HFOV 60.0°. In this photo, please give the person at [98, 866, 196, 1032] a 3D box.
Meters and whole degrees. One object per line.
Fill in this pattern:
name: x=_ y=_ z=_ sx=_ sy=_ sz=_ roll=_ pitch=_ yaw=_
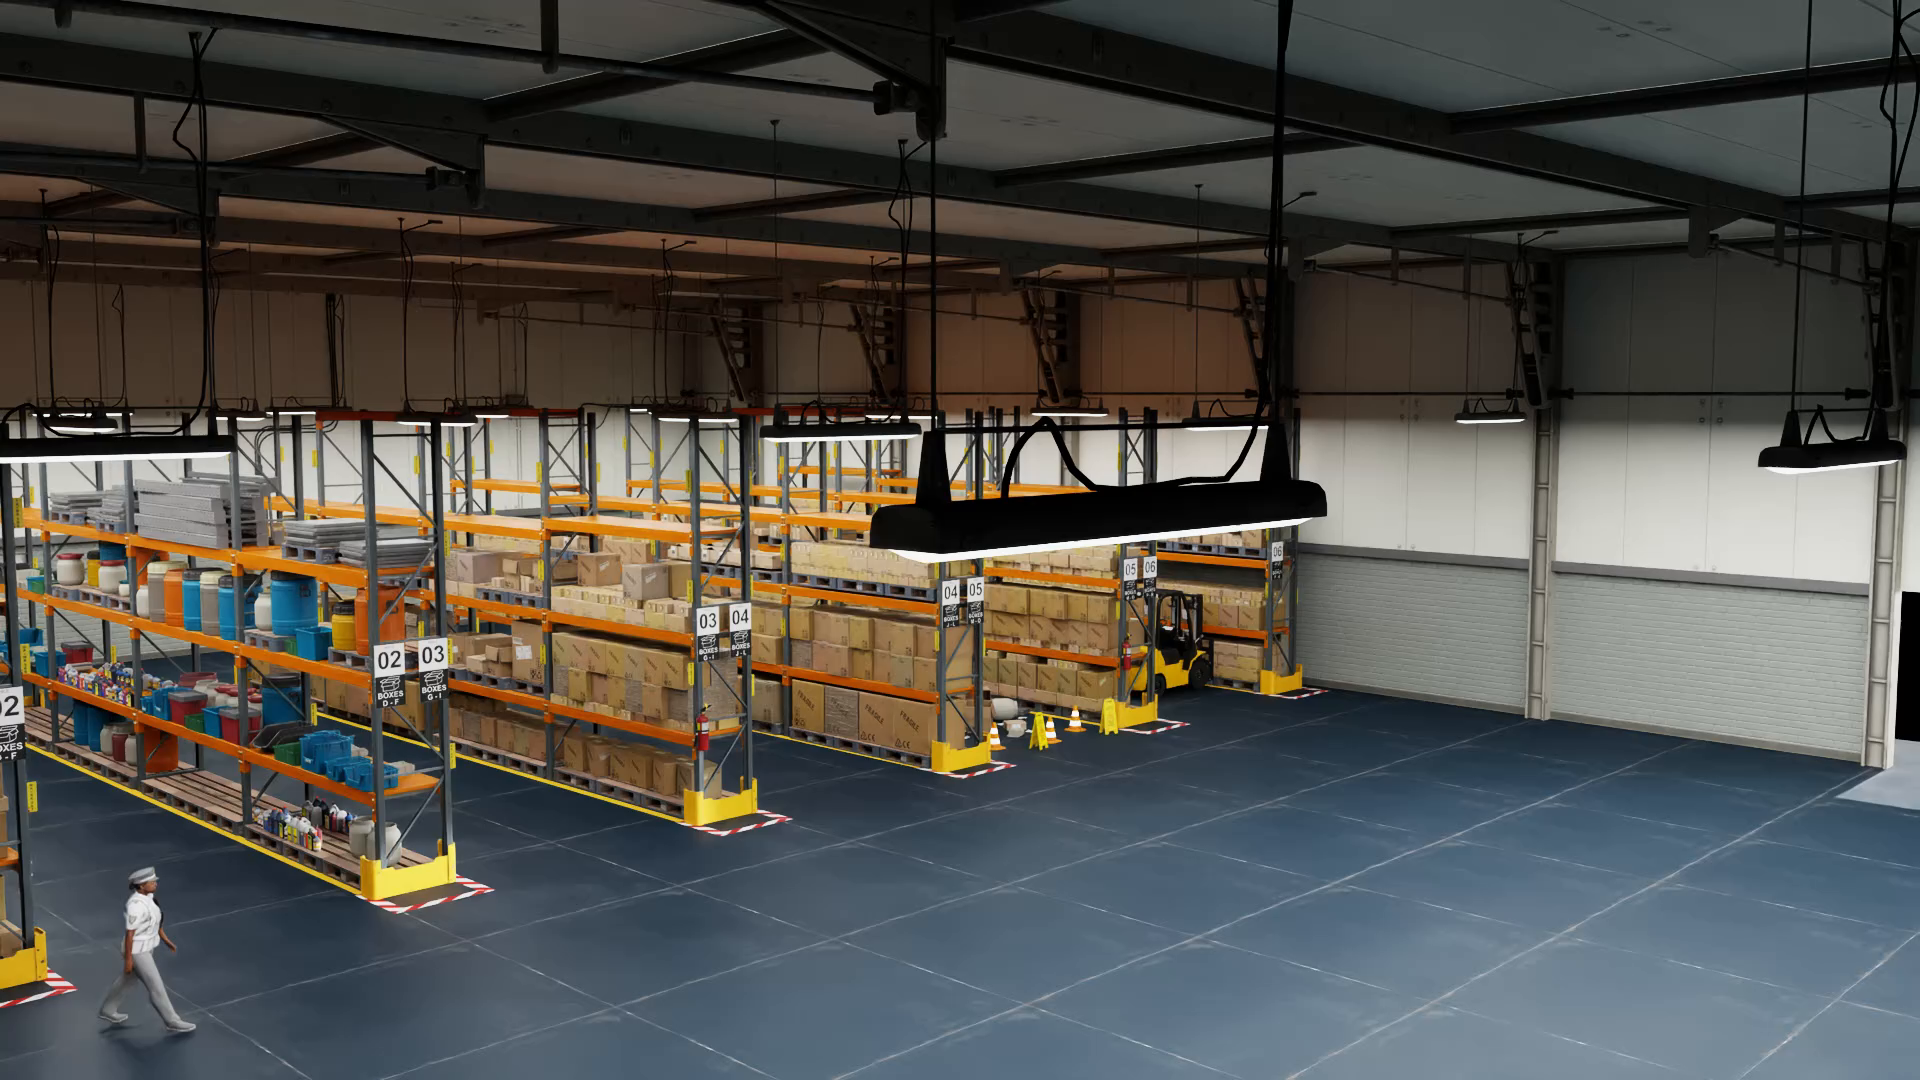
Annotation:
person: x=-8.077 y=4.035 z=16.482 sx=1.064 sy=1.601 sz=0.526 roll=0 pitch=5 yaw=2
